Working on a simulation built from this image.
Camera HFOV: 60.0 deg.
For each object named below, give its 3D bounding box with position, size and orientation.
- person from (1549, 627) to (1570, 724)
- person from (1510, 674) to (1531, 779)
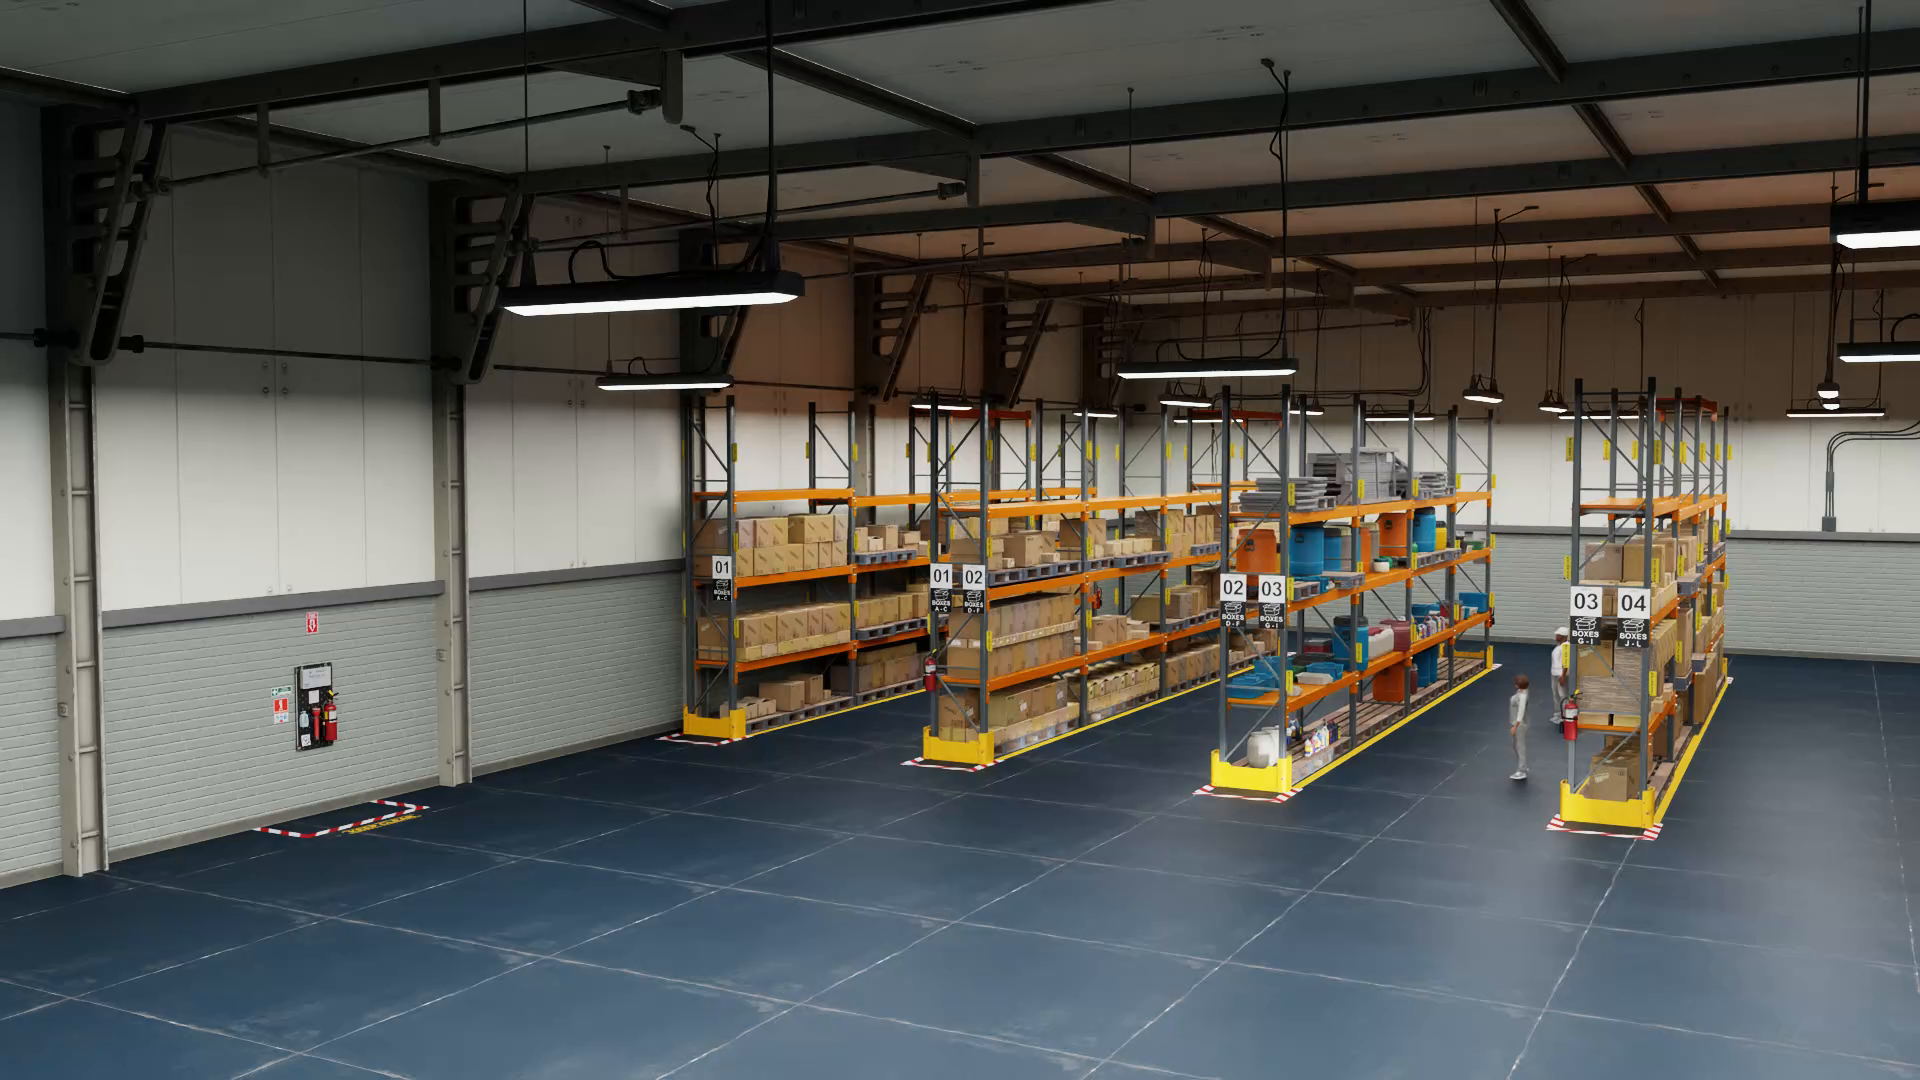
[{"bbox_3d":[11.132,2.498,30.780,0.429,1.770,0.573,0,3,-9],"label":"person"},{"bbox_3d":[8.597,2.871,25.572,0.341,1.631,0.504,0,3,7],"label":"person"}]
